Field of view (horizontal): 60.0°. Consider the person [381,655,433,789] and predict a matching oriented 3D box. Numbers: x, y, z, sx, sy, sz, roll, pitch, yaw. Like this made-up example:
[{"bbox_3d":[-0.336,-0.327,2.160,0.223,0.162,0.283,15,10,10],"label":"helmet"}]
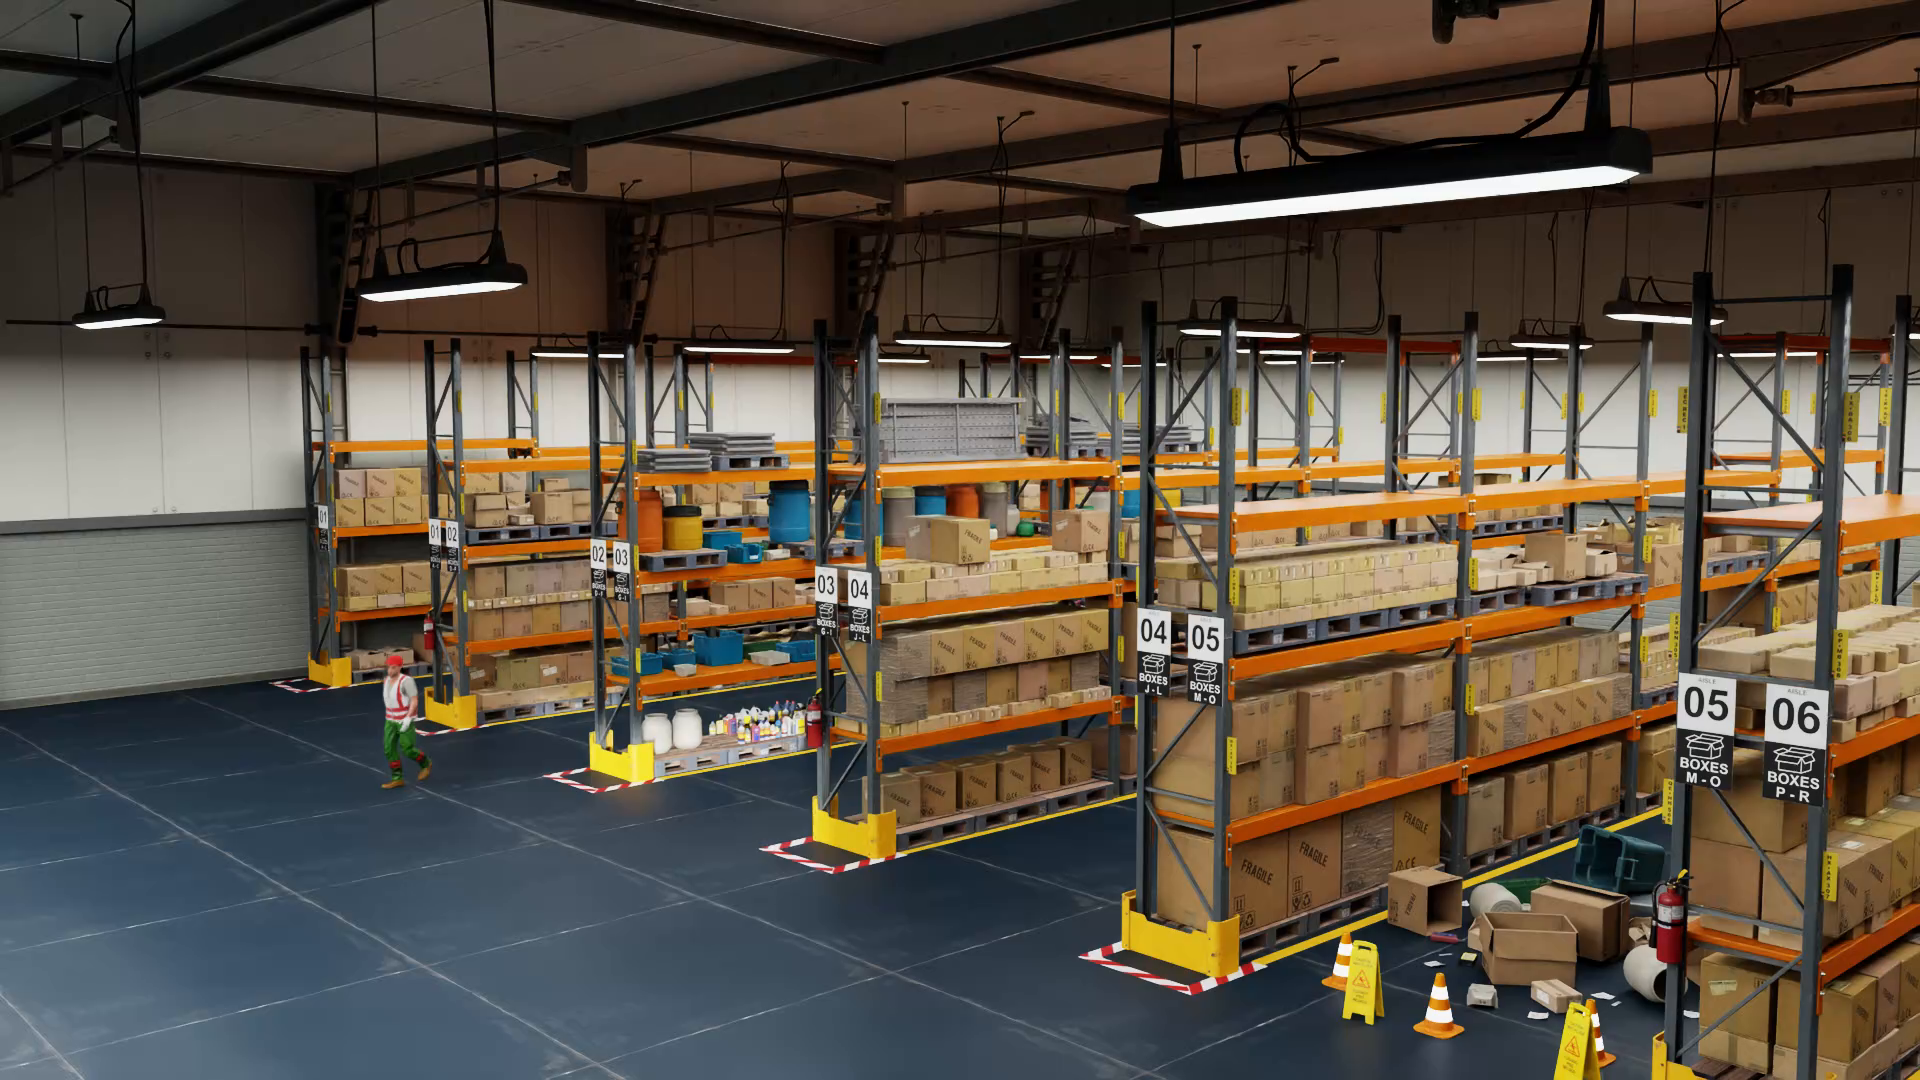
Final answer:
[{"bbox_3d":[-7.323,2.364,21.927,0.610,1.770,0.679,2,6,24],"label":"person"}]
